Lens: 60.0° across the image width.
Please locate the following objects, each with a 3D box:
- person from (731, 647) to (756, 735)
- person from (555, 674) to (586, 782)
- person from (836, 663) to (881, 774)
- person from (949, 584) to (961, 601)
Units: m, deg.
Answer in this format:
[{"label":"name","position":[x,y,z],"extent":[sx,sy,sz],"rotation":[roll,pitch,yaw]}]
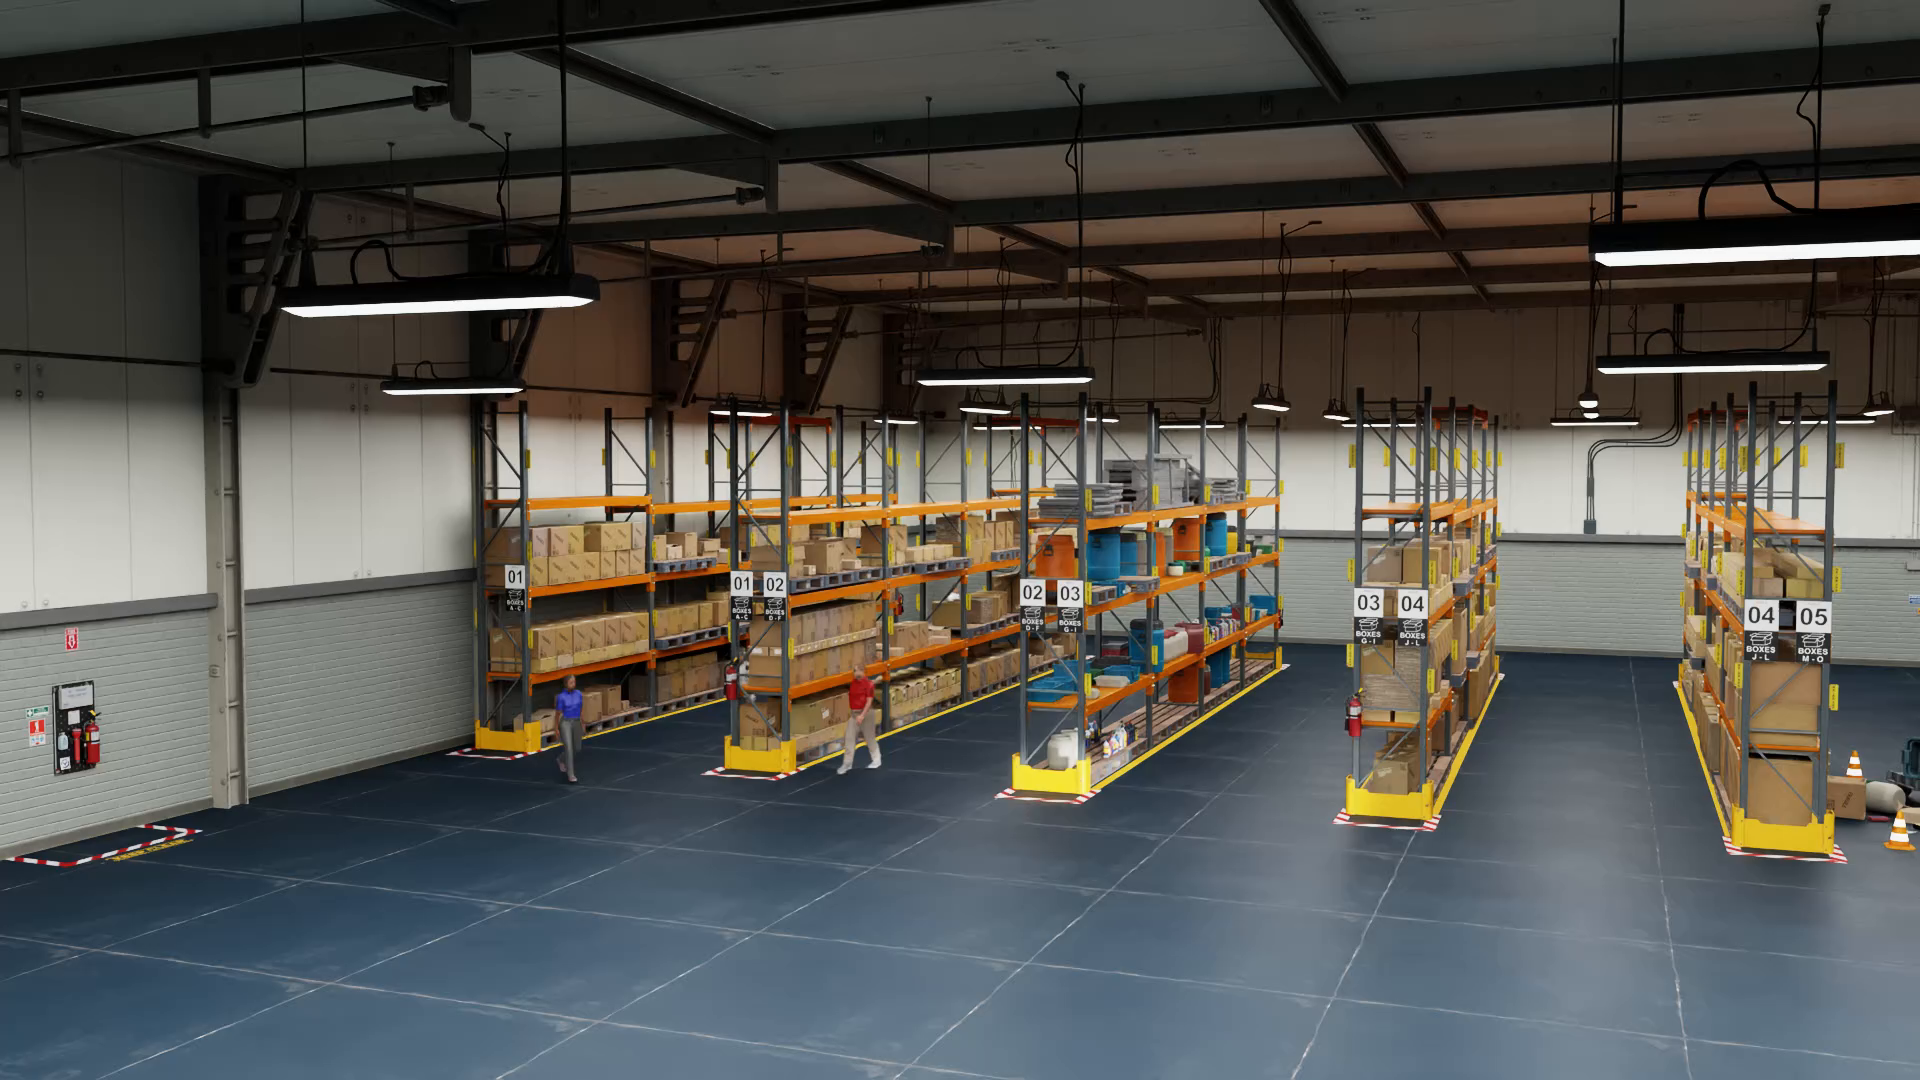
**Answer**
[{"label":"person","position":[-3.899,2.731,29.904],"extent":[0.495,1.634,0.816],"rotation":[0,3,0]},{"label":"person","position":[-6.118,2.916,26.043],"extent":[0.500,1.611,0.841],"rotation":[-3,4,-42]},{"label":"person","position":[-1.632,2.847,26.672],"extent":[0.557,1.725,0.849],"rotation":[3,4,42]},{"label":"person","position":[-0.103,2.001,44.181],"extent":[0.394,1.693,0.505],"rotation":[1,3,21]}]
